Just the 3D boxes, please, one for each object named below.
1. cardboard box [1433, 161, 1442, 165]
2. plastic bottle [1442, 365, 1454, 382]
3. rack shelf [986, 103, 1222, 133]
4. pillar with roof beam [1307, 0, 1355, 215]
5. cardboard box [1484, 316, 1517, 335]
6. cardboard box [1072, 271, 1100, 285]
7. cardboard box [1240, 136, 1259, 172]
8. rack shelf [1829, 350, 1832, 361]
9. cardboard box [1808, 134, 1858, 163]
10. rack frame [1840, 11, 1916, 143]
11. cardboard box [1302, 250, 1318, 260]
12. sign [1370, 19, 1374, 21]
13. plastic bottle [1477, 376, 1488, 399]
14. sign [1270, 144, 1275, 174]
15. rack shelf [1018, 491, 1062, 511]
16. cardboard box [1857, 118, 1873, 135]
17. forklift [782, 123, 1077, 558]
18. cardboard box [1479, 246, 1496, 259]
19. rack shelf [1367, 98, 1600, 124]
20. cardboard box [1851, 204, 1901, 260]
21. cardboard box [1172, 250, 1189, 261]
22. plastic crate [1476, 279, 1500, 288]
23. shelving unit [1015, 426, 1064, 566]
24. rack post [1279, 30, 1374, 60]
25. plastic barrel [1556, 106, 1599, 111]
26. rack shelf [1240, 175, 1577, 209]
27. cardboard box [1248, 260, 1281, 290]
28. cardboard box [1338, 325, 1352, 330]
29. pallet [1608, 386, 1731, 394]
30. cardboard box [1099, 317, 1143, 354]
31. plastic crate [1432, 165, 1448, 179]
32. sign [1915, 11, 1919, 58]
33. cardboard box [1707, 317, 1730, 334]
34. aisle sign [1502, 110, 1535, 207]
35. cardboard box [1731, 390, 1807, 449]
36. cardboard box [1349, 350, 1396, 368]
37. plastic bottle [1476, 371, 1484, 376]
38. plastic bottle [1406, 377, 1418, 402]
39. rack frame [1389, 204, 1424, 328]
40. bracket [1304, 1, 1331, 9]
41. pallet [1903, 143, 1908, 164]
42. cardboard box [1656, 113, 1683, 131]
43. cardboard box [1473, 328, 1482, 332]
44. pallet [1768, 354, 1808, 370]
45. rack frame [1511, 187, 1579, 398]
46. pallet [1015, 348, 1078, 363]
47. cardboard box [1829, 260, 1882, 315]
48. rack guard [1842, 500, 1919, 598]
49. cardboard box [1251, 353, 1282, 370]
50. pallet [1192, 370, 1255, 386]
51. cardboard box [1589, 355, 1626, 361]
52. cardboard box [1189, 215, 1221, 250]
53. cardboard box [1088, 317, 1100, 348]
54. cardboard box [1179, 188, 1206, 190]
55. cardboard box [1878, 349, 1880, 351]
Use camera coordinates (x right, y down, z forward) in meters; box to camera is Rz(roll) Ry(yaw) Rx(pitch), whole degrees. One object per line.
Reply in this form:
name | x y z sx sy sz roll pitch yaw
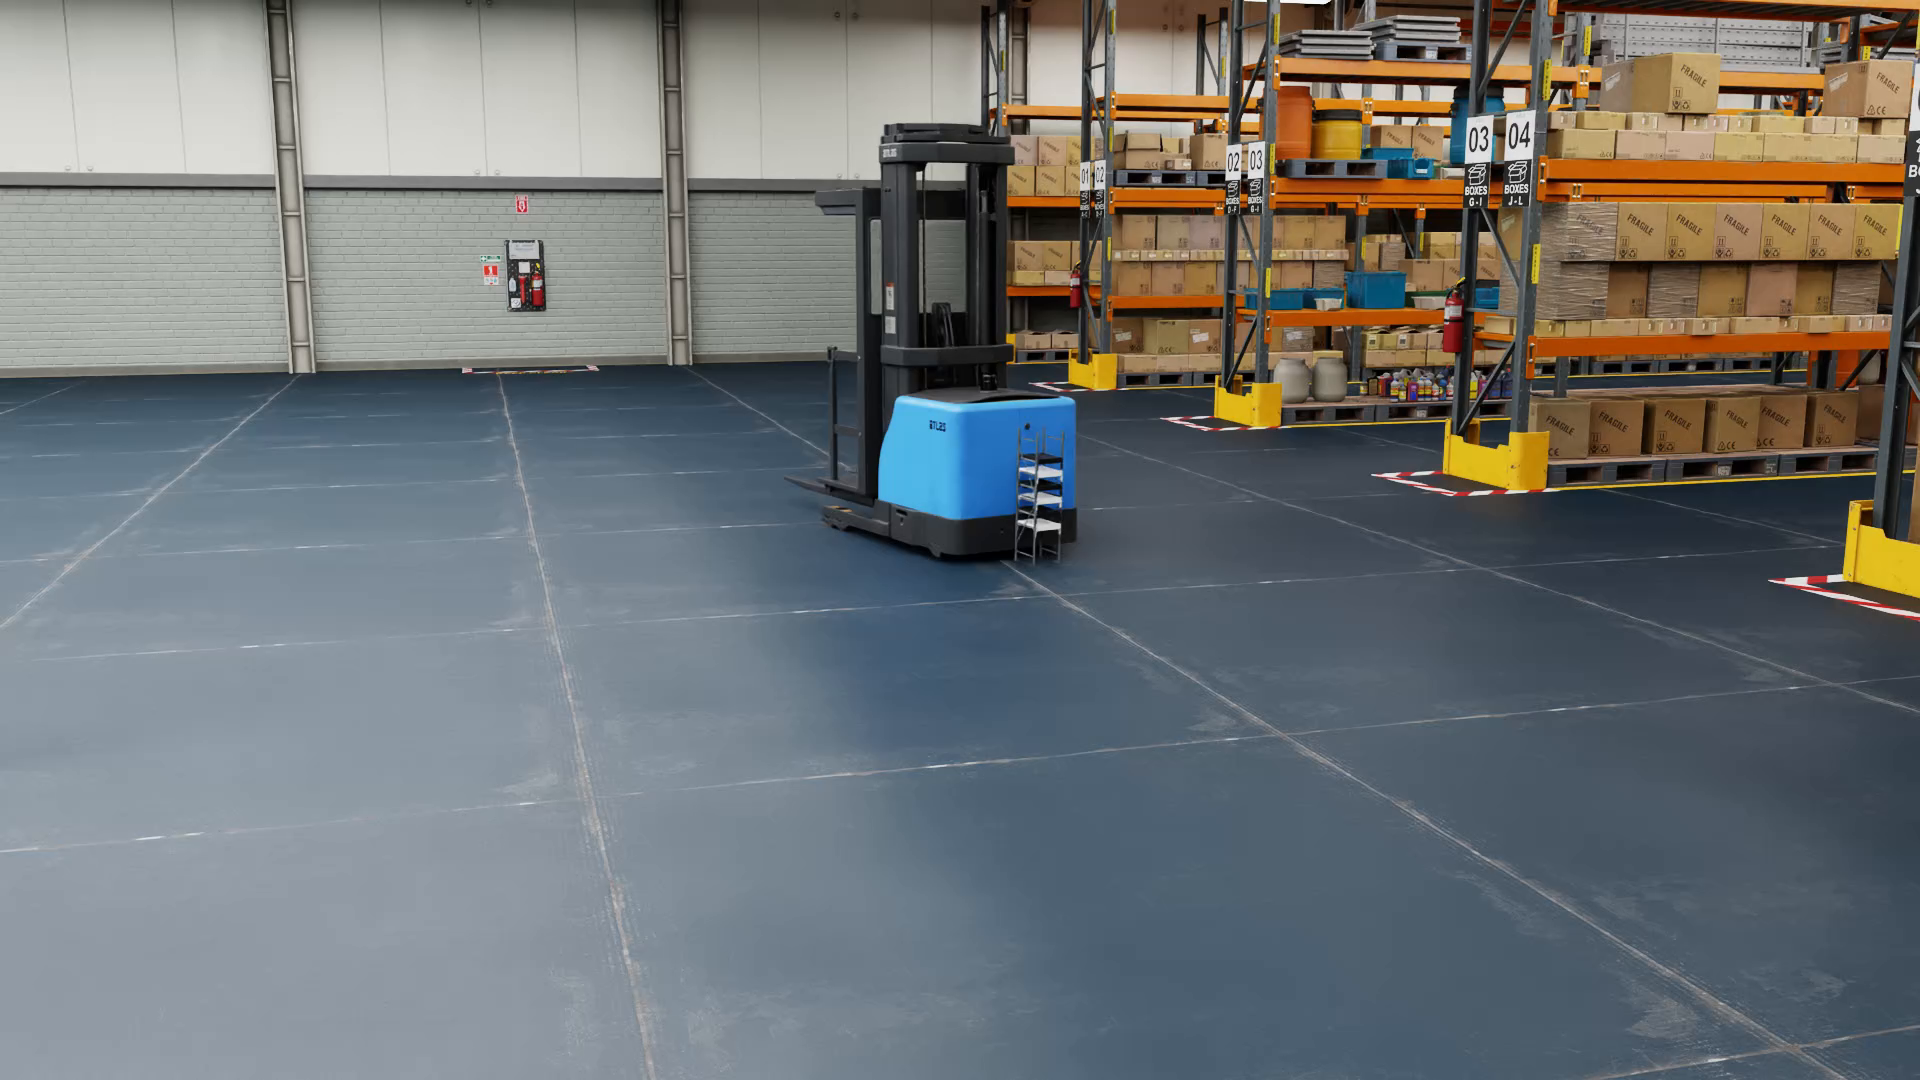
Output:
cardboard box | 6.911 -5.595 25.124 0.500 0.250 0.500 -4 11 -21
plastic bottle | 6.099 -2.004 20.746 0.185 0.351 0.144 -4 11 -18
rack shelf | 2.482 -7.284 28.755 4.000 0.370 1.077 -3 11 -16
pillar with roof beam | 7.956 -7.279 26.733 0.548 9.000 9.100 -3 11 -16
cardboard box | 4.931 -1.931 14.947 0.250 0.149 0.380 -3 11 -16
cardboard box | 2.104 -4.547 28.820 0.500 0.250 0.500 -3 11 -17
cardboard box | 4.174 -5.669 24.441 0.637 0.503 0.797 -2 11 -10
rack shelf | 10.476 -1.955 16.366 4.000 0.370 1.077 -3 11 -16
cardboard box | 7.687 -3.516 14.987 0.500 0.250 0.500 -3 11 -15
rack frame | 8.556 -5.158 15.208 0.127 3.000 1.000 -3 11 -16
cardboard box | 5.101 -4.221 24.621 0.250 0.149 0.380 -3 11 -18
sign | 5.922 -7.319 23.933 0.005 0.325 0.100 -3 11 -16
plastic bottle | 6.305 -1.841 20.048 0.133 0.283 0.061 -2 11 -12
sign | 3.480 -4.249 18.535 0.005 0.325 0.100 -3 11 -16
rack shelf | 0.530 -0.264 11.152 0.200 0.077 0.258 -6 14 -31
cardboard box | 8.042 -3.740 15.107 0.250 0.149 0.380 -3 11 -15
forklift | -0.386 -1.545 12.345 1.130 2.935 3.031 -6 12 -31
cardboard box | 9.763 -5.228 31.007 0.500 0.500 0.500 -3 11 -16
rack shelf | 7.711 -6.431 25.214 4.000 0.370 1.077 -3 11 -16
cardboard box | 8.201 -2.824 15.241 0.500 0.500 0.500 -3 11 -16
cardboard box | 3.122 -4.116 24.053 0.250 0.149 0.380 -3 11 -17
plastic crate | 6.633 -3.033 20.410 0.504 0.338 0.767 -3 11 -16
shelving unit | 0.530 -0.297 11.145 0.210 0.900 0.258 -6 14 -31
rack post | 4.092 -5.586 18.918 0.954 0.300 0.937 -2 11 -10
plastic barrel | 7.599 -4.853 20.456 0.708 0.901 0.600 -3 11 -16
rack shelf | 5.251 -4.088 19.672 4.000 0.370 1.077 -3 11 -16
cardboard box | 4.379 -3.903 24.684 0.500 0.500 0.700 -3 11 -15
cardboard box | 7.039 -3.928 30.790 0.500 0.500 0.700 -3 11 -16
pallet | 9.088 -1.806 21.272 1.213 0.211 1.003 -3 11 -16
cardboard box | 2.382 -3.029 24.578 0.500 0.500 0.500 -3 11 -16
plastic crate | 5.580 -4.407 19.999 0.450 0.188 0.336 -3 11 -16
sign | 5.866 -3.104 10.112 0.005 0.325 0.100 -3 11 -16
cardboard box | 6.726 -1.949 15.042 0.250 0.149 0.380 -3 11 -16
aisle sign | 4.740 -3.228 14.116 0.004 0.787 0.394 -3 11 -16
cardboard box | 7.613 -1.141 15.702 0.500 0.500 0.500 0 10 2
cardboard box | 6.247 -2.761 25.194 0.500 0.250 0.500 -3 11 -17
plastic bottle | 6.471 -1.969 20.745 0.133 0.283 0.061 -3 11 -16
plastic bottle | 5.381 -1.792 19.783 0.133 0.283 0.061 -3 11 -15
rack frame | 8.243 -4.993 30.882 0.127 3.000 1.000 -3 11 -16
bracket | 6.454 -9.715 30.023 0.430 0.232 0.235 -3 11 -16
pallet | 9.178 -3.603 15.565 1.003 0.211 1.213 -3 11 -16
cardboard box | 6.044 -3.619 14.451 0.250 0.149 0.380 -3 11 -16
cardboard box | 7.733 -3.115 25.568 0.500 0.311 0.500 -3 11 -14
pallet | 14.131 -2.997 27.746 1.213 0.211 1.003 -3 11 -16
rack frame | 7.171 -3.068 20.428 0.127 3.000 1.000 -3 11 -16
pallet | 1.425 -3.255 29.147 1.213 0.211 1.003 -3 11 -16
cardboard box | 8.106 -2.391 15.650 0.500 0.500 0.875 -3 11 -16
rack guard | 5.981 0.093 10.160 0.348 0.500 1.175 -3 11 -16
cardboard box | 4.448 -2.671 24.704 0.500 0.250 0.500 -3 11 -16
pallet | 3.842 -2.463 24.841 1.213 0.211 1.003 -3 11 -16
cardboard box | 10.148 -3.092 26.247 0.500 0.500 0.500 -3 11 -14
cardboard box | 3.440 -4.492 24.300 0.500 0.500 0.700 -3 11 -16
cardboard box | 2.517 -3.652 29.286 0.500 0.500 0.700 -4 11 -20
cardboard box | 3.984 -6.256 29.127 0.500 0.500 0.500 -3 11 -14
cardboard box | 15.274 -3.419 28.013 0.637 0.503 0.797 -3 11 -16
